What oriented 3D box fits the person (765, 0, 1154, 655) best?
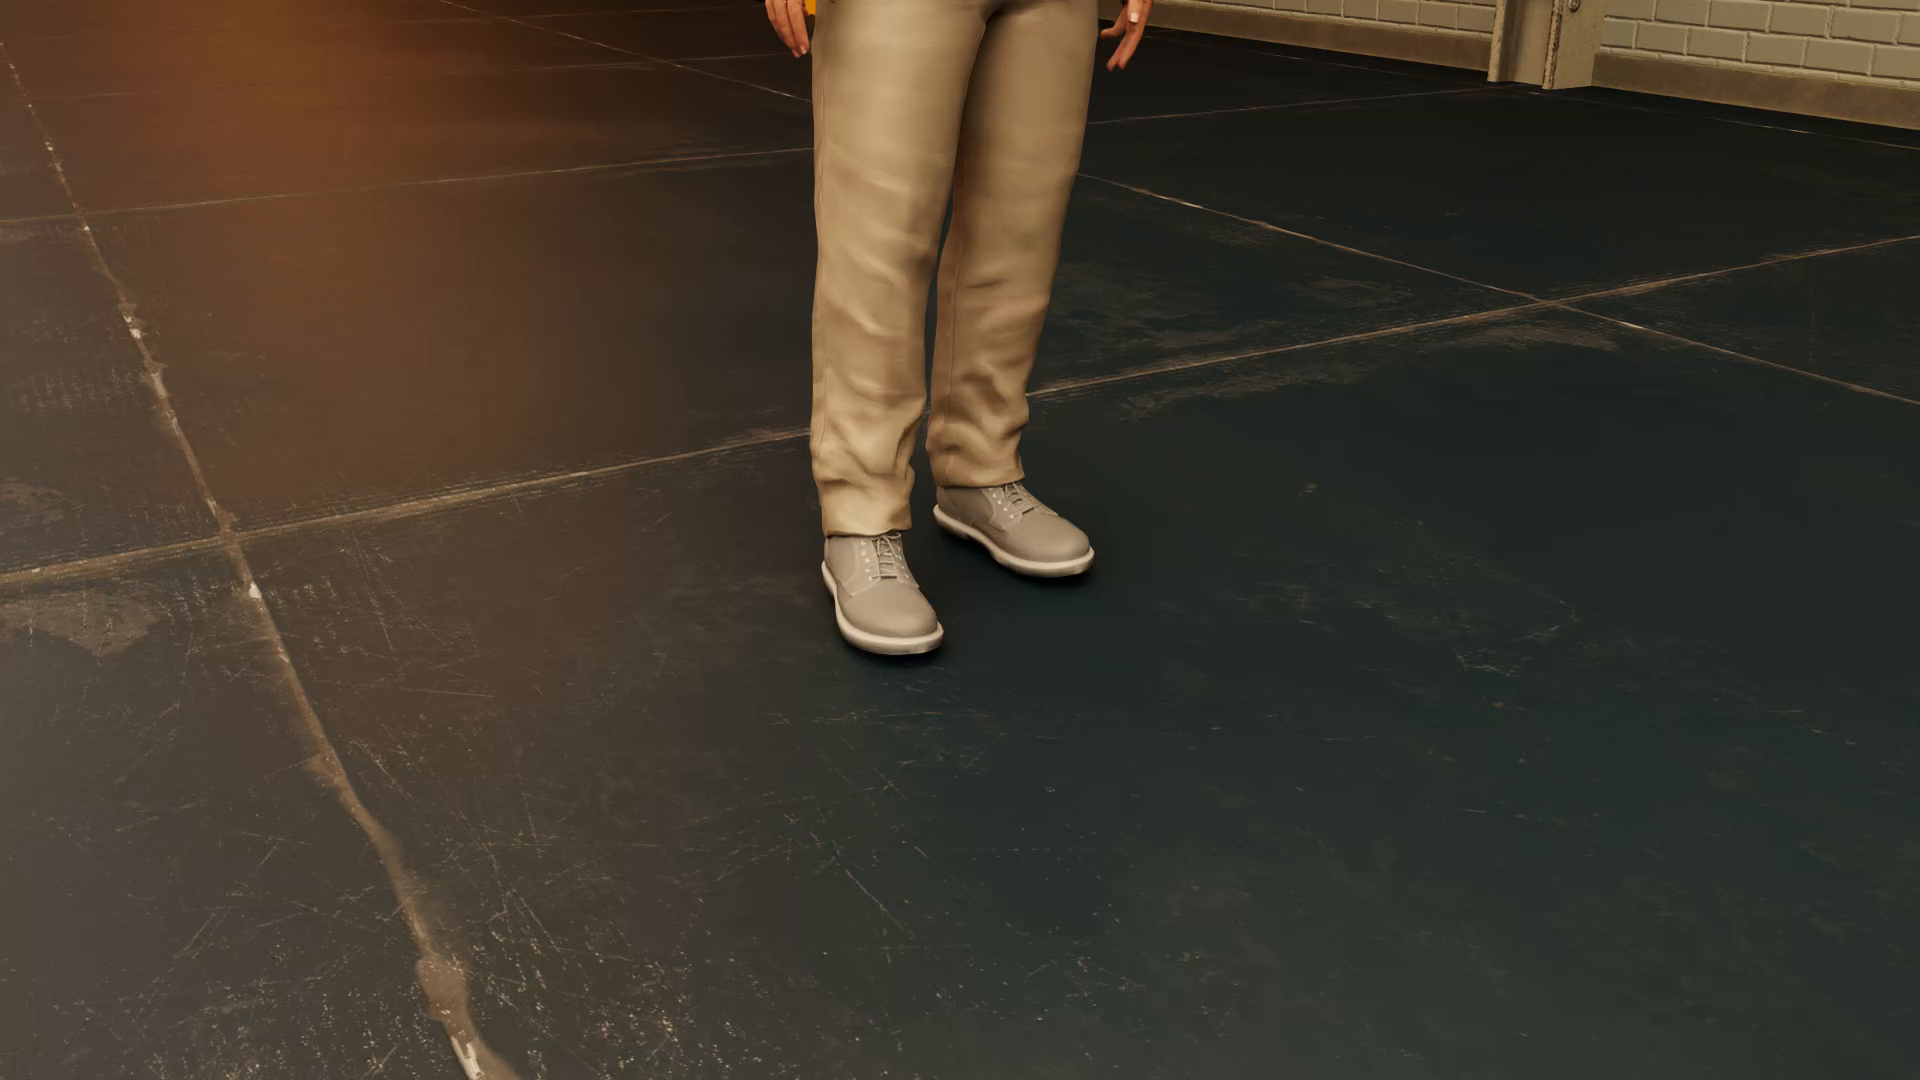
[{"bbox_3d":[0.034,-0.774,2.226,0.640,1.727,0.551,-12,25,-28],"label":"person"}]
